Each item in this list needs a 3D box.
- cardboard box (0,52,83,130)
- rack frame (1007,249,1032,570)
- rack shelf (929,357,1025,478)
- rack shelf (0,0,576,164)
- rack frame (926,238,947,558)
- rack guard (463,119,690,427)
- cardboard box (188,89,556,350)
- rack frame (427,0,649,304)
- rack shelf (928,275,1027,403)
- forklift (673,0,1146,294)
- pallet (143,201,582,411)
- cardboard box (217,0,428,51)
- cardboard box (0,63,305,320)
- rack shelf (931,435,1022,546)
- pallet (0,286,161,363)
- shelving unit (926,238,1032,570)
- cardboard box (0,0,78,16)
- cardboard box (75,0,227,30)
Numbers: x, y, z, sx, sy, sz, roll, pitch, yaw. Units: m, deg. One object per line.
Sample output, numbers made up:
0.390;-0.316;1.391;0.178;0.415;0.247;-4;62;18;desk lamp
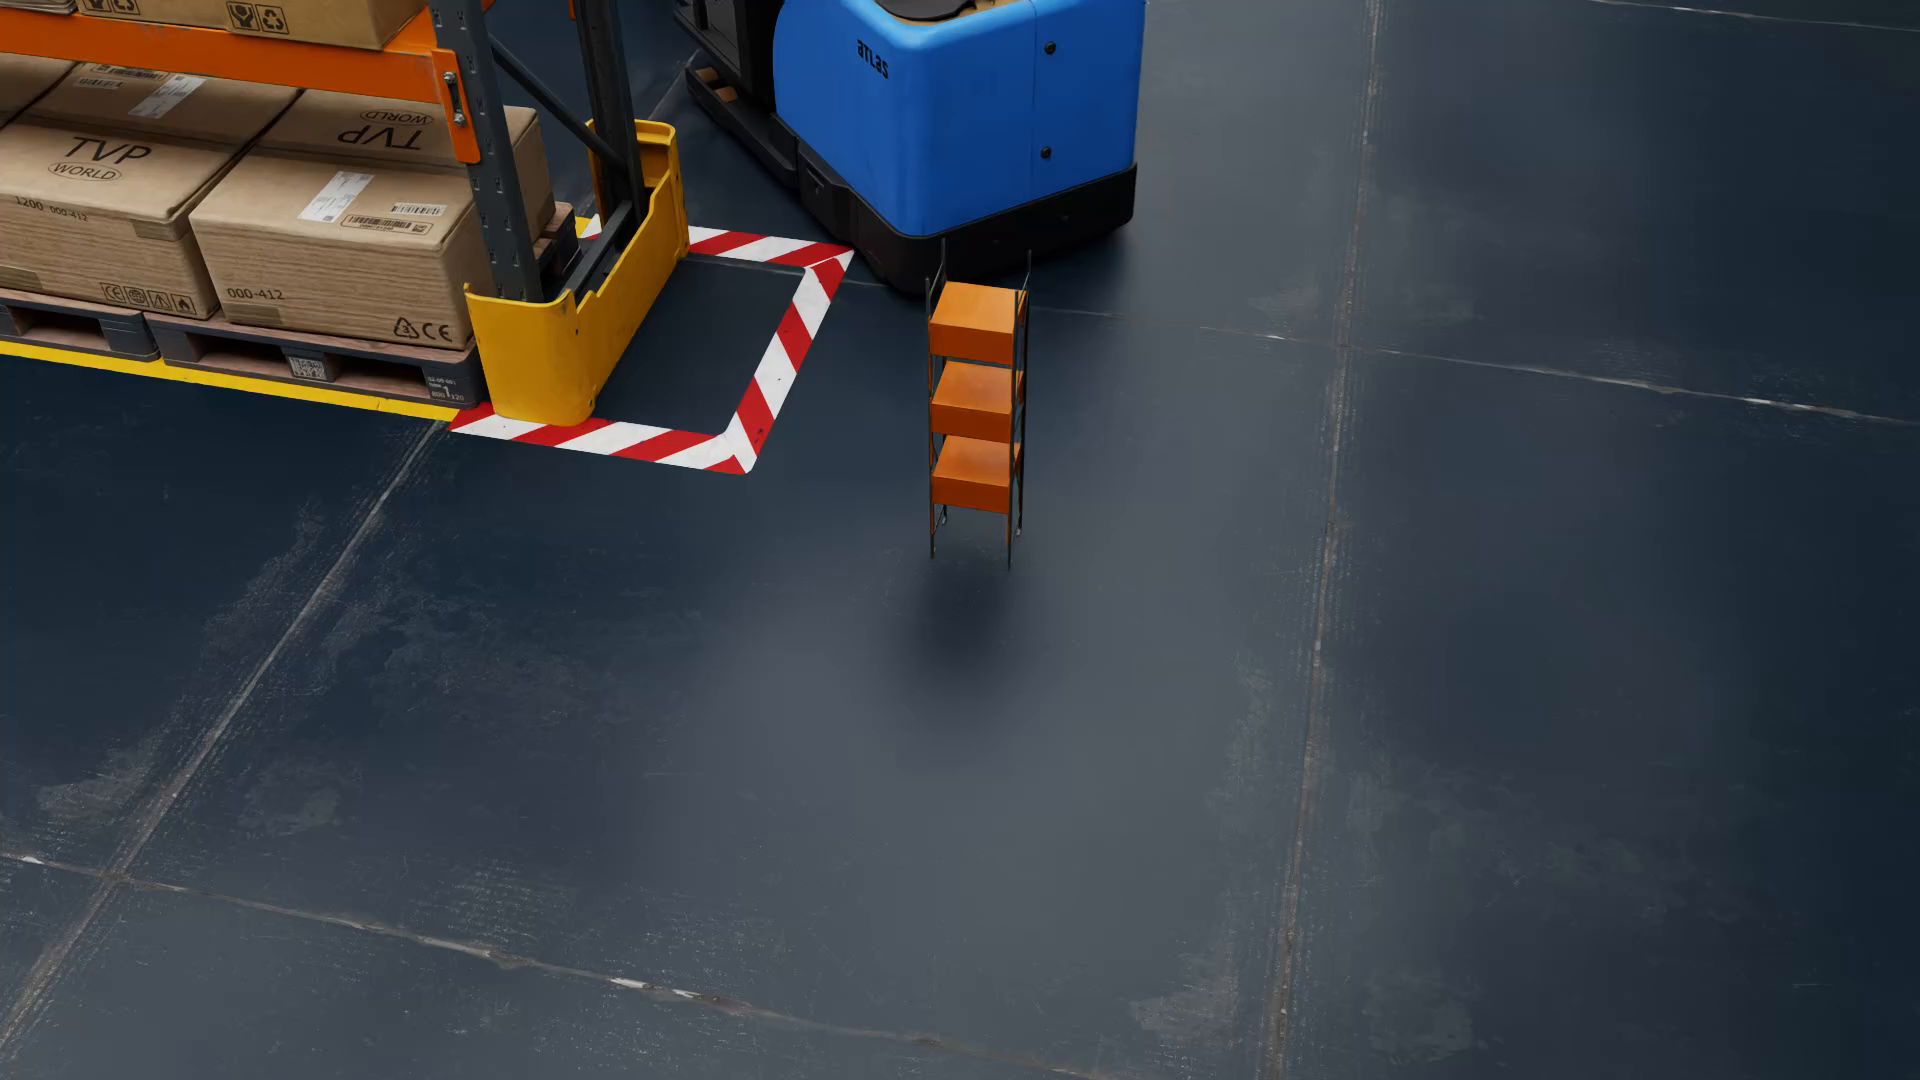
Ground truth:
-3.788;-1.412;6.099;0.875;0.438;0.875;8;44;8;cardboard box
0.171;-0.352;4.858;0.008;1.050;0.200;9;45;9;rack frame
0.052;-0.363;4.885;0.240;0.259;0.215;9;45;9;rack shelf
-3.299;-1.925;5.605;4.000;0.370;1.077;9;45;9;rack shelf
-0.067;-0.389;4.897;0.008;1.050;0.200;9;45;9;rack frame
-1.324;-0.977;5.904;0.348;0.500;1.175;9;45;9;rack guard
-2.014;-1.142;5.818;0.875;0.438;0.875;7;44;8;cardboard box
-1.348;-1.881;5.041;0.127;3.000;1.000;9;45;9;rack frame
0.052;-0.567;4.688;0.240;0.259;0.215;9;45;9;rack shelf
-0.519;-2.962;6.214;1.130;2.935;3.031;-23;48;-22;forklift
-2.145;-0.944;6.079;1.213;0.211;1.003;9;45;9;pallet
-1.876;-1.811;4.896;0.500;0.500;0.500;9;45;9;cardboard box
-2.908;-1.274;5.956;0.875;0.438;0.875;10;45;10;cardboard box
0.052;-0.162;5.078;0.240;0.259;0.215;9;45;9;rack shelf
-3.332;-1.131;6.273;1.213;0.211;1.003;9;45;9;pallet
0.052;-0.370;4.877;0.252;1.050;0.215;9;45;9;shelving unit
-2.867;-1.968;5.060;0.500;0.500;0.500;10;45;10;cardboard box
-2.363;-1.897;4.986;0.500;0.500;0.500;8;44;8;cardboard box
